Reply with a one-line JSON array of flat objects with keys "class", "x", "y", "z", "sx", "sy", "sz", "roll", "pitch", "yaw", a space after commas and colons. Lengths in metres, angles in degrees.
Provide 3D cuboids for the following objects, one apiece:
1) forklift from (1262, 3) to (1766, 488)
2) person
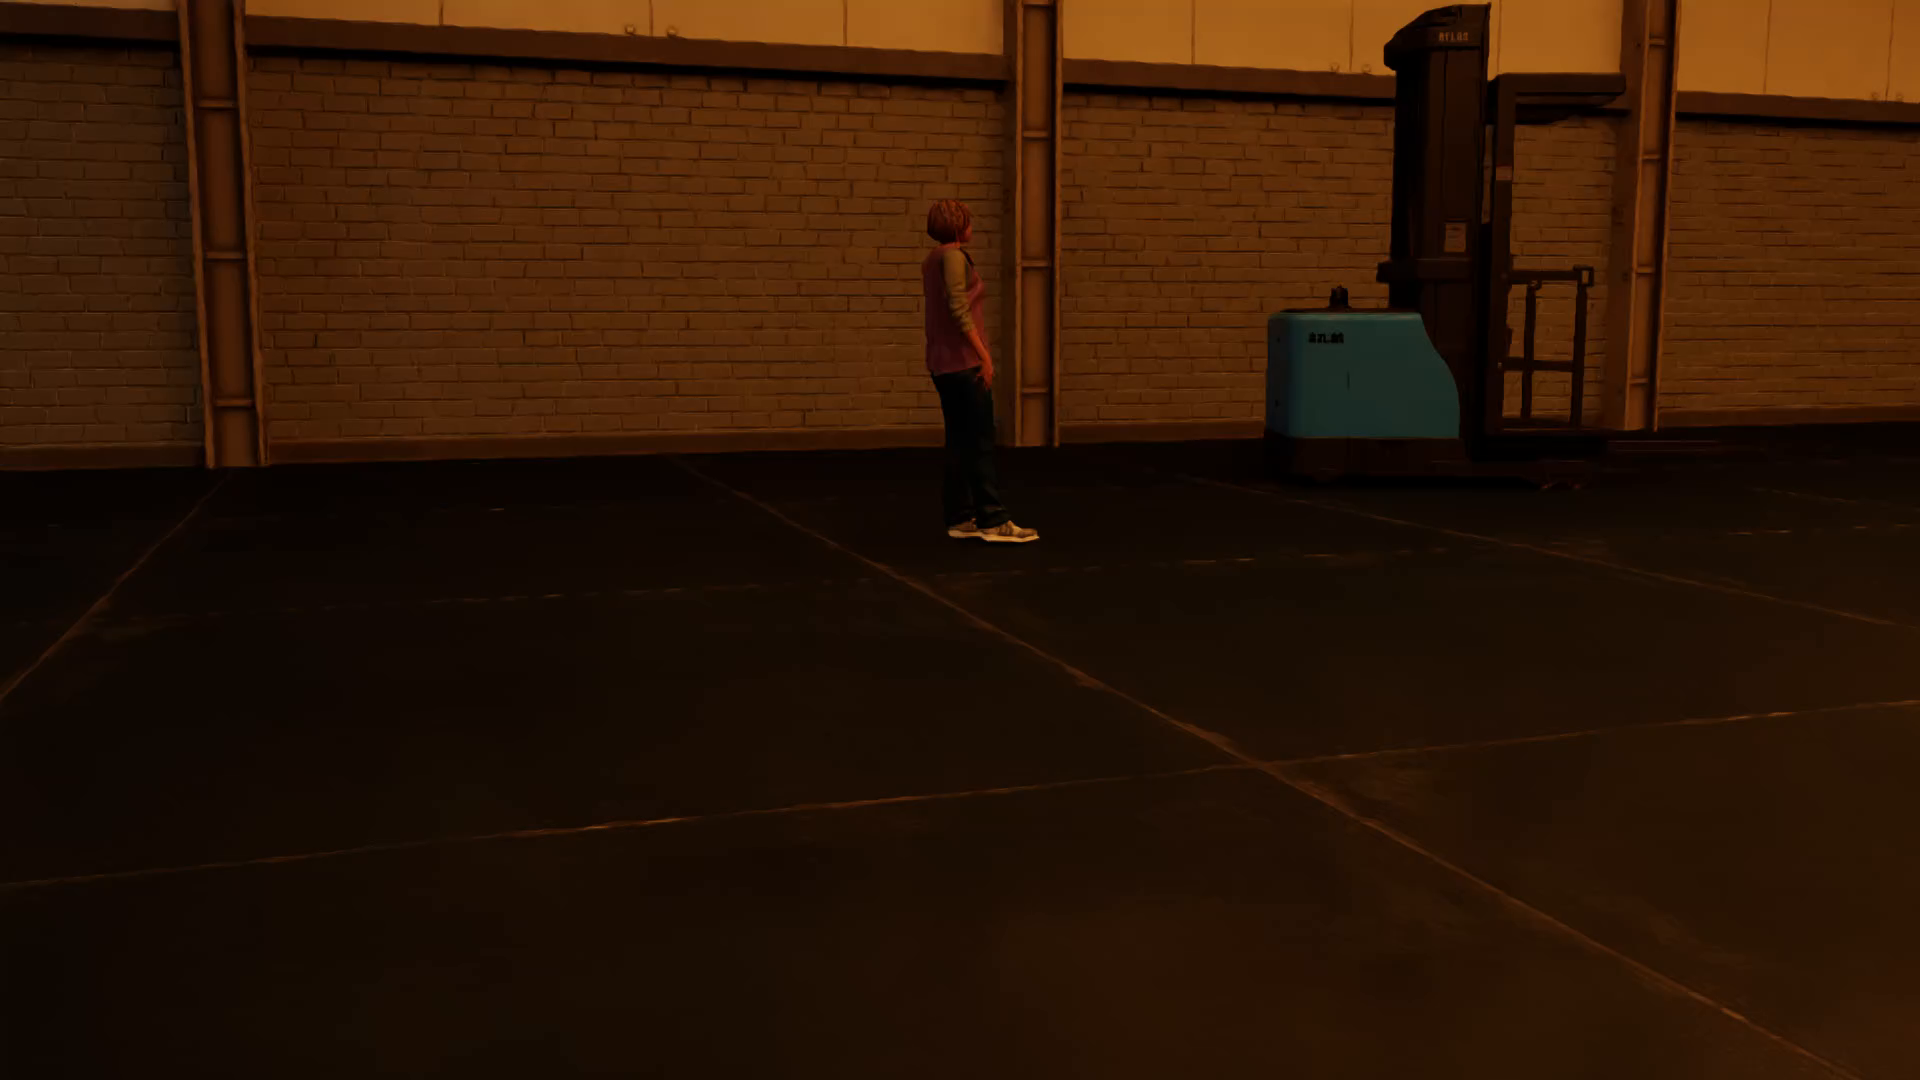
[{"class": "forklift", "x": 3.555, "y": -1.848, "z": 10.634, "sx": 3.031, "sy": 2.935, "sz": 1.130, "roll": 0, "pitch": 8, "yaw": 1}, {"class": "person", "x": 0.075, "y": -0.800, "z": 7.826, "sx": 0.474, "sy": 1.597, "sz": 0.520, "roll": -3, "pitch": 8, "yaw": -18}]
